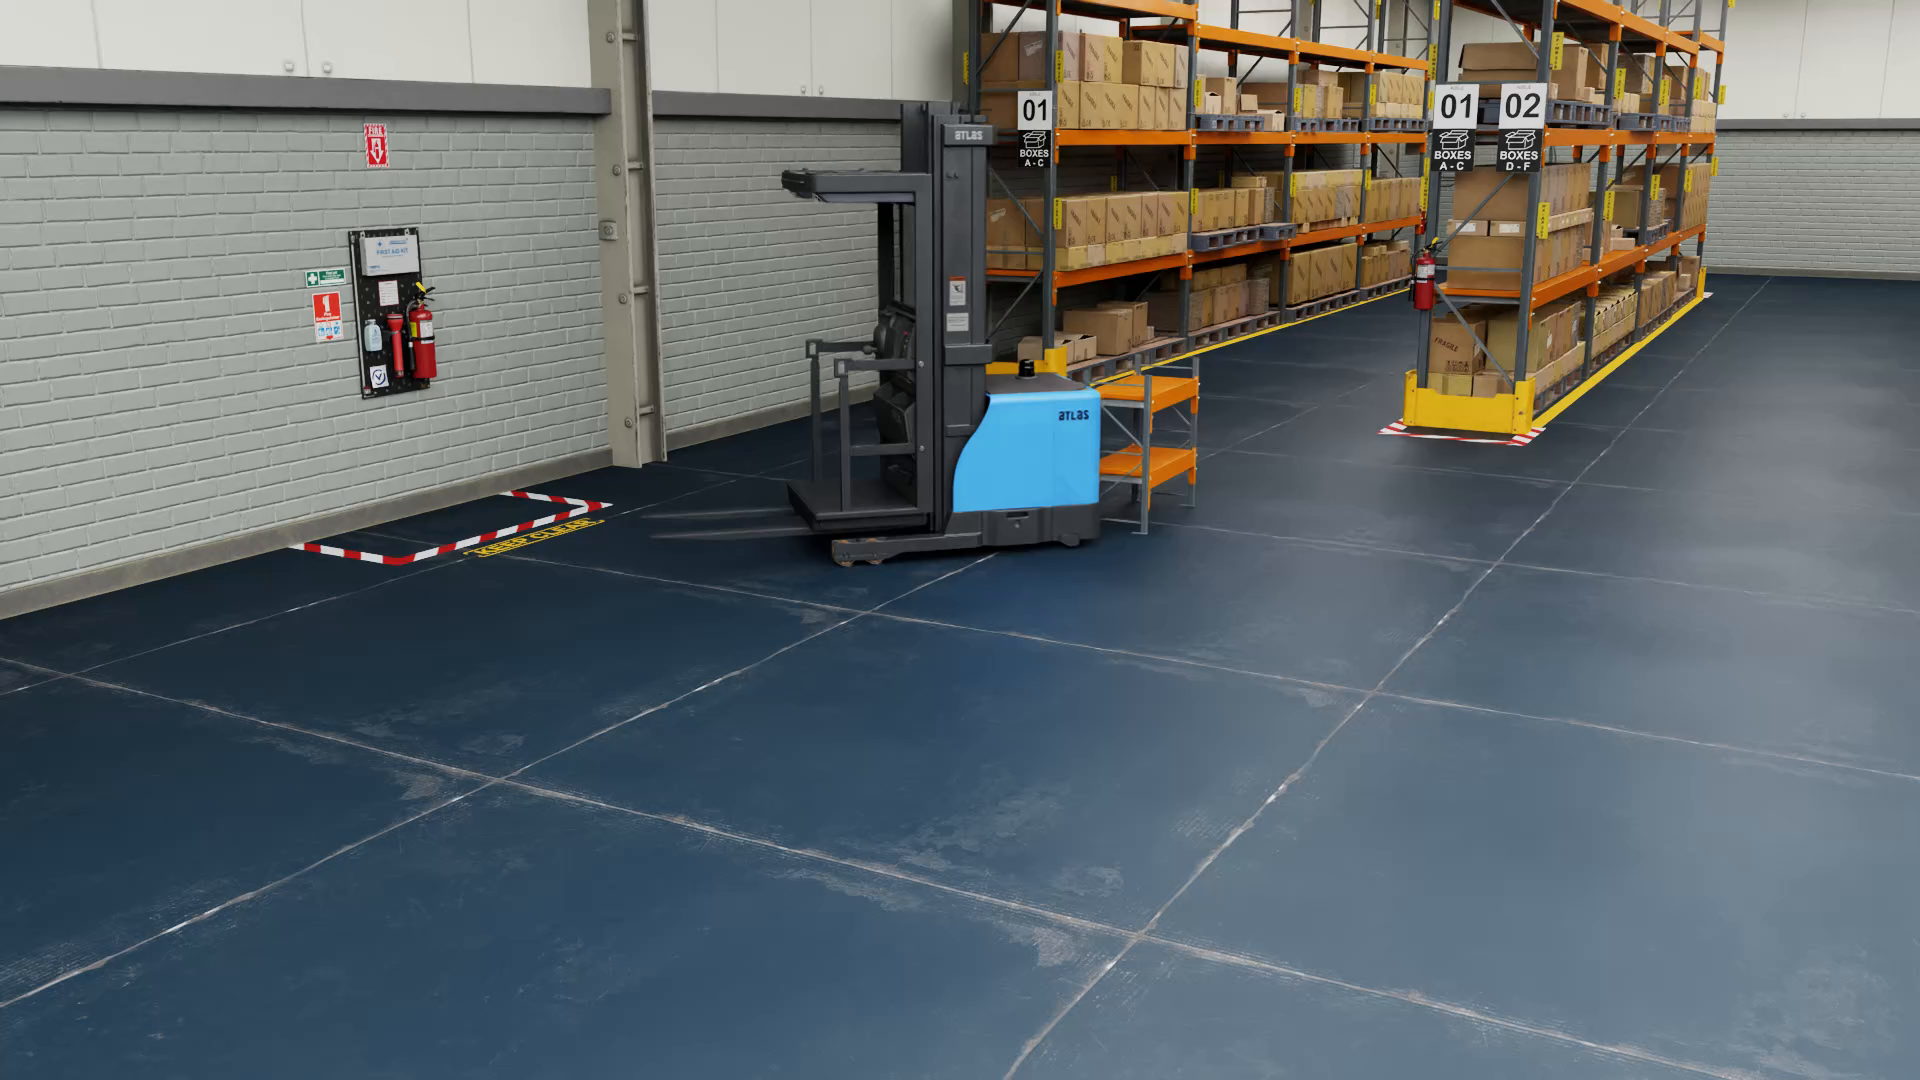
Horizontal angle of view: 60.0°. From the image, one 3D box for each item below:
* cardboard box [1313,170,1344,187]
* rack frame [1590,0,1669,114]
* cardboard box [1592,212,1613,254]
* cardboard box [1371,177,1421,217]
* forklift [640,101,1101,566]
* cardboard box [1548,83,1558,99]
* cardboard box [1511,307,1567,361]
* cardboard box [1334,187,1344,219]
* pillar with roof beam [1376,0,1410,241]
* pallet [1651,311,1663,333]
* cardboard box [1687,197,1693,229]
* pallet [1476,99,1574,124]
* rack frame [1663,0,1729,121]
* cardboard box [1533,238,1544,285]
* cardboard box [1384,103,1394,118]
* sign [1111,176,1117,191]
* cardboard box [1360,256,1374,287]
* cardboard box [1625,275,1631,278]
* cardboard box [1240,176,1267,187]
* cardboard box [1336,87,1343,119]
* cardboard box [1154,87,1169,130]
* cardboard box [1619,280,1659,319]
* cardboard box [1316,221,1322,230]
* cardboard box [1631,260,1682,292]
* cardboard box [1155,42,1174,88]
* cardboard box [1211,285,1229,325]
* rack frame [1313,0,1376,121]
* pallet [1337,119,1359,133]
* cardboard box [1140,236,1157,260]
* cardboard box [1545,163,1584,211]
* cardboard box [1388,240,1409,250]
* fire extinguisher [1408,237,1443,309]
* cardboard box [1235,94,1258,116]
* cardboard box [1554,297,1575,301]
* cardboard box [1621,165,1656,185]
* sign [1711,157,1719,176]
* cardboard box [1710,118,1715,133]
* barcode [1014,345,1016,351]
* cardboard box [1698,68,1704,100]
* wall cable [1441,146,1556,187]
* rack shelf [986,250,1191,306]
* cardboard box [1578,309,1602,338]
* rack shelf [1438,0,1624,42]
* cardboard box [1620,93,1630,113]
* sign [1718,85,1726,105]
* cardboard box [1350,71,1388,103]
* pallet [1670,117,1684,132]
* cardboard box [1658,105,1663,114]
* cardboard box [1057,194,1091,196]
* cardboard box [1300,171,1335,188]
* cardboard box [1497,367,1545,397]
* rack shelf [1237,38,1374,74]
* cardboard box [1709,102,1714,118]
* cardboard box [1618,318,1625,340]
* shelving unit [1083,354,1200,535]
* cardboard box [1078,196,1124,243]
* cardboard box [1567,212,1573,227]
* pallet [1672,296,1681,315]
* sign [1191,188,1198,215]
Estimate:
[{"bbox_3d":[5.856,-5.809,26.738,0.500,0.250,0.500,8,16,29],"label":"cardboard box"},{"bbox_3d":[8.765,-7.110,21.826,1.000,3.000,0.127,7,15,28],"label":"rack frame"},{"bbox_3d":[7.968,-3.896,21.081,0.500,0.500,0.500,6,15,25],"label":"cardboard box"},{"bbox_3d":[8.056,-6.436,31.188,0.980,0.700,0.700,8,16,31],"label":"cardboard box"},{"bbox_3d":[-0.617,-1.393,11.057,3.031,2.935,1.130,-4,14,-15],"label":"forklift"},{"bbox_3d":[5.621,-4.382,16.251,0.380,0.149,0.250,7,15,28],"label":"cardboard box"},{"bbox_3d":[6.079,-2.177,17.533,0.500,0.500,0.500,7,15,28],"label":"cardboard box"},{"bbox_3d":[5.870,-5.447,26.835,0.500,0.500,0.500,7,15,28],"label":"cardboard box"},{"bbox_3d":[12.611,-9.476,31.640,9.100,9.000,0.400,7,15,28],"label":"pillar with roof beam"},{"bbox_3d":[9.750,-3.236,24.507,1.003,0.211,1.213,7,15,28],"label":"pallet"},{"bbox_3d":[11.428,-5.242,26.664,0.500,0.500,0.500,8,16,29],"label":"cardboard box"},{"bbox_3d":[5.262,-4.110,15.969,1.003,0.211,1.213,7,15,28],"label":"pallet"},{"bbox_3d":[12.632,-8.751,28.634,1.000,3.000,0.127,7,15,28],"label":"rack frame"},{"bbox_3d":[5.384,-2.804,16.549,0.700,0.500,0.500,8,16,29],"label":"cardboard box"},{"bbox_3d":[7.184,-7.428,28.754,0.500,0.250,0.500,7,15,27],"label":"cardboard box"},{"bbox_3d":[2.005,-4.559,21.572,0.100,0.325,0.005,7,15,28],"label":"sign"},{"bbox_3d":[6.812,-4.706,29.090,0.700,0.500,0.500,8,16,29],"label":"cardboard box"},{"bbox_3d":[9.755,-3.729,24.996,0.500,0.500,0.500,8,15,29],"label":"cardboard box"},{"bbox_3d":[4.286,-5.258,24.407,0.380,0.149,0.250,5,15,21],"label":"cardboard box"},{"bbox_3d":[5.839,-7.127,27.145,0.700,0.500,0.500,6,15,25],"label":"cardboard box"},{"bbox_3d":[2.210,-5.216,20.114,0.500,0.500,0.500,6,15,23],"label":"cardboard box"},{"bbox_3d":[9.730,-3.464,23.896,0.500,0.500,0.500,7,15,27],"label":"cardboard box"},{"bbox_3d":[5.521,-4.999,26.362,0.380,0.149,0.250,7,15,28],"label":"cardboard box"},{"bbox_3d":[11.602,-4.401,27.775,0.797,0.503,0.637,7,15,28],"label":"cardboard box"},{"bbox_3d":[2.231,-5.688,19.939,0.500,0.500,0.500,8,16,31],"label":"cardboard box"},{"bbox_3d":[3.322,-3.297,23.204,0.700,0.500,0.500,8,15,29],"label":"cardboard box"},{"bbox_3d":[6.360,-8.491,27.554,1.000,3.000,0.127,7,15,28],"label":"rack frame"},{"bbox_3d":[5.960,-6.746,27.125,0.805,0.209,1.217,7,15,26],"label":"pallet"},{"bbox_3d":[2.052,-3.533,20.064,0.500,0.250,0.500,7,15,28],"label":"cardboard box"},{"bbox_3d":[6.379,-3.857,18.150,0.700,0.500,0.500,7,15,28],"label":"cardboard box"},{"bbox_3d":[8.141,-5.498,30.992,0.380,0.149,0.250,7,15,27],"label":"cardboard box"},{"bbox_3d":[4.434,-2.543,15.847,0.296,0.674,0.183,7,15,28],"label":"fire extinguisher"},{"bbox_3d":[3.719,-6.017,23.428,0.797,0.503,0.637,10,17,36],"label":"cardboard box"},{"bbox_3d":[7.511,-2.941,21.107,0.500,0.311,0.500,7,15,27],"label":"cardboard box"},{"bbox_3d":[10.716,-5.682,26.356,0.500,0.500,0.500,7,15,28],"label":"cardboard box"},{"bbox_3d":[13.108,-6.485,28.886,0.100,0.325,0.005,7,15,28],"label":"sign"},{"bbox_3d":[12.615,-7.085,28.442,0.500,0.250,0.500,7,15,28],"label":"cardboard box"},{"bbox_3d":[0.631,-2.205,19.058,0.001,0.075,0.075,7,15,28],"label":"barcode"},{"bbox_3d":[11.502,-7.301,26.671,0.700,0.500,0.500,7,15,28],"label":"cardboard box"},{"bbox_3d":[11.341,-8.922,35.968,3.097,2.526,0.112,7,15,28],"label":"wall cable"},{"bbox_3d":[1.526,-3.173,19.832,1.077,0.370,4.000,7,15,28],"label":"rack shelf"},{"bbox_3d":[7.249,-2.570,19.567,0.500,0.311,0.500,7,15,28],"label":"cardboard box"},{"bbox_3d":[5.864,-5.335,16.851,1.077,0.370,4.000,7,15,28],"label":"rack shelf"},{"bbox_3d":[8.071,-5.458,20.797,0.500,0.250,0.500,7,15,27],"label":"cardboard box"},{"bbox_3d":[13.108,-7.657,28.604,0.100,0.325,0.005,7,15,28],"label":"sign"},{"bbox_3d":[6.950,-7.692,28.250,0.500,0.500,0.500,7,15,28],"label":"cardboard box"},{"bbox_3d":[9.823,-6.042,24.197,1.213,0.211,1.003,7,15,28],"label":"pallet"},{"bbox_3d":[9.193,-5.899,22.987,0.910,0.500,0.500,7,15,28],"label":"cardboard box"},{"bbox_3d":[1.343,-3.847,19.768,0.500,0.500,0.500,8,16,29],"label":"cardboard box"},{"bbox_3d":[5.610,-5.704,26.304,0.500,0.250,0.500,7,15,27],"label":"cardboard box"},{"bbox_3d":[5.590,-1.608,16.773,0.500,0.250,0.500,7,15,28],"label":"cardboard box"},{"bbox_3d":[5.393,-7.537,25.984,1.077,0.370,4.000,7,15,28],"label":"rack shelf"},{"bbox_3d":[12.366,-7.226,27.961,0.500,0.250,0.500,7,15,28],"label":"cardboard box"},{"bbox_3d":[8.232,-2.717,21.373,0.500,0.250,0.500,8,16,29],"label":"cardboard box"},{"bbox_3d":[1.319,-0.719,12.115,0.538,1.125,1.048,7,15,26],"label":"shelving unit"},{"bbox_3d":[1.556,-3.684,19.091,0.500,0.500,0.500,7,15,26],"label":"cardboard box"},{"bbox_3d":[6.272,-3.397,17.625,0.380,0.149,0.250,8,16,30],"label":"cardboard box"},{"bbox_3d":[11.031,-3.799,26.844,1.003,0.211,1.213,7,15,28],"label":"pallet"},{"bbox_3d":[2.972,-4.294,21.100,0.100,0.325,0.005,7,15,28],"label":"sign"}]
